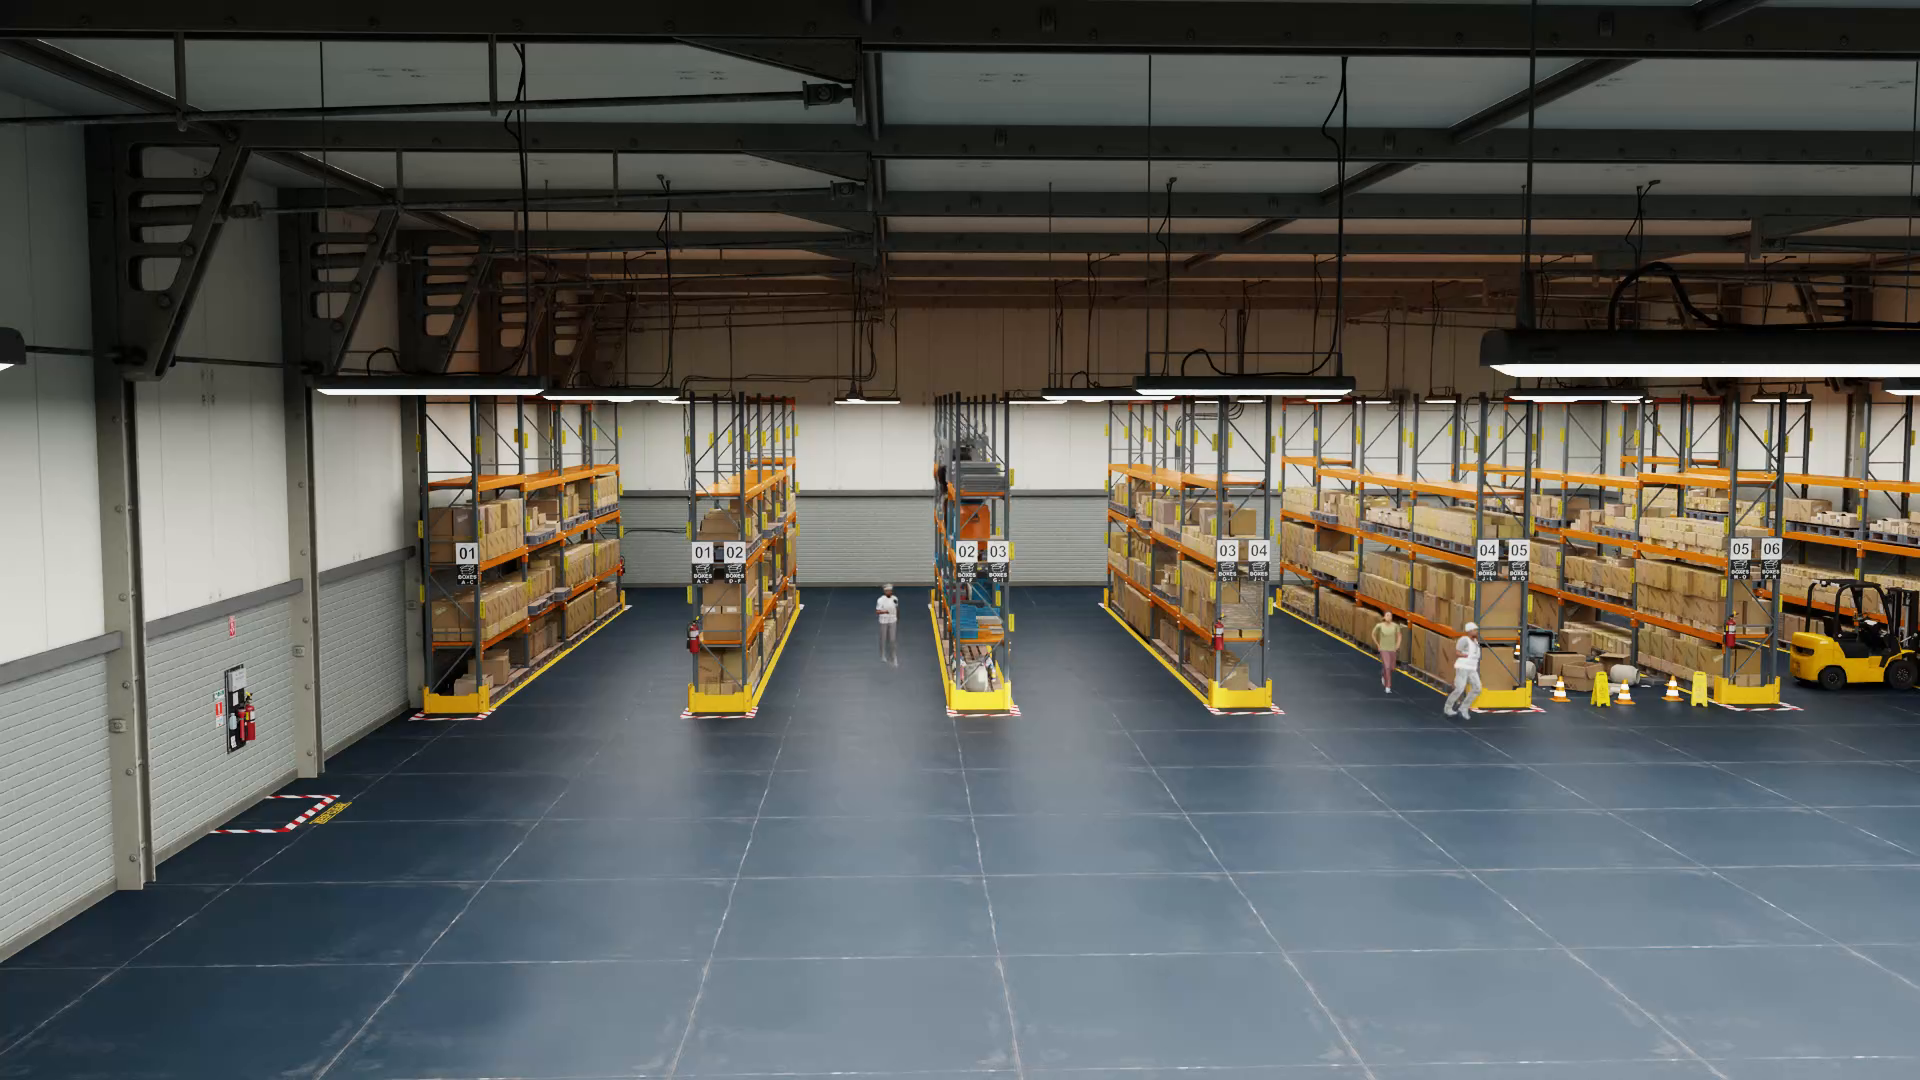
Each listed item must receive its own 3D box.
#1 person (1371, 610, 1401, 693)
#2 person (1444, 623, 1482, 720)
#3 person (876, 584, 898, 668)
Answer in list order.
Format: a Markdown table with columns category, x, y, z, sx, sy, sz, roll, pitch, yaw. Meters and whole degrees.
| category | x | y | z | sx | sy | sz | roll | pitch | yaw |
| --- | --- | --- | --- | --- | --- | --- | --- | --- | --- |
| person | 8.605 | 2.220 | 33.601 | 0.583 | 1.640 | 0.733 | 0 | 5 | -4 |
| person | 9.375 | 2.408 | 30.634 | 0.686 | 1.777 | 0.682 | -3 | 5 | -33 |
| person | -1.517 | 1.788 | 35.057 | 0.519 | 1.767 | 0.792 | -1 | 5 | -14 |
